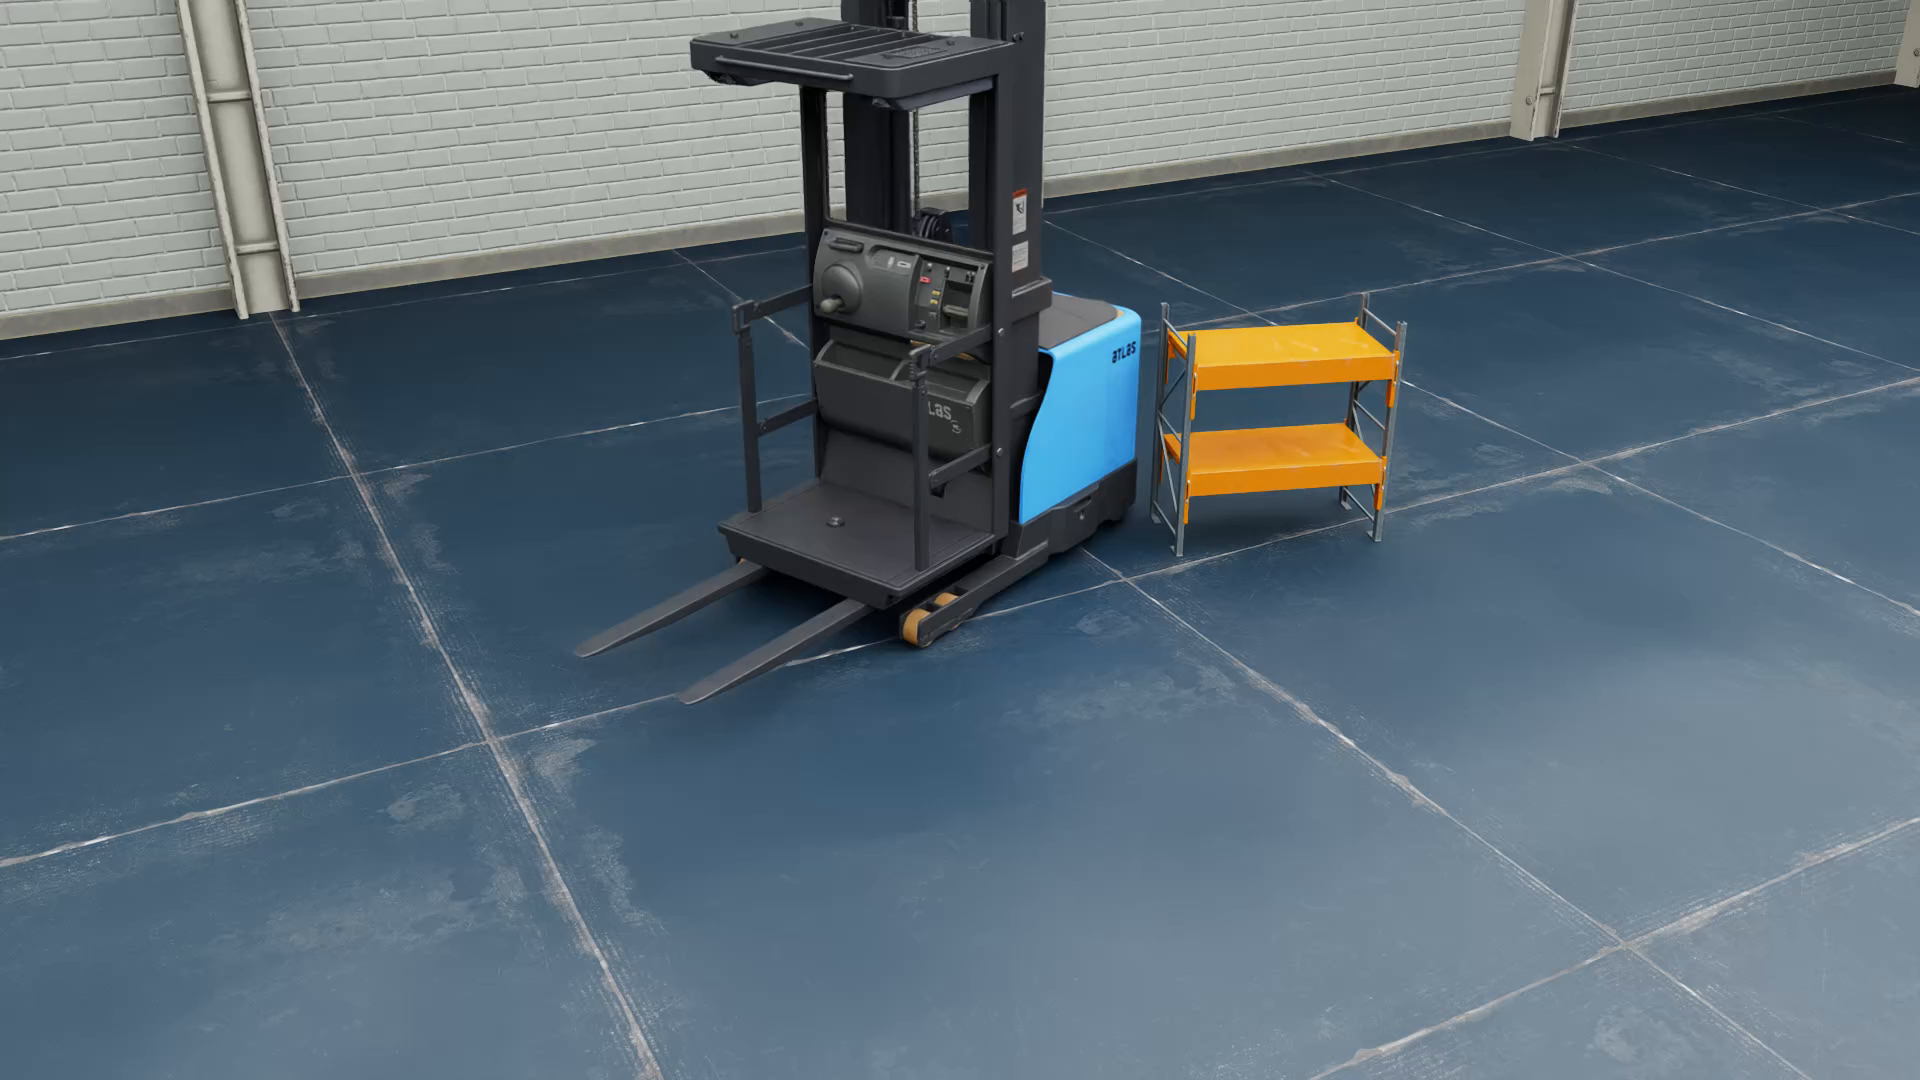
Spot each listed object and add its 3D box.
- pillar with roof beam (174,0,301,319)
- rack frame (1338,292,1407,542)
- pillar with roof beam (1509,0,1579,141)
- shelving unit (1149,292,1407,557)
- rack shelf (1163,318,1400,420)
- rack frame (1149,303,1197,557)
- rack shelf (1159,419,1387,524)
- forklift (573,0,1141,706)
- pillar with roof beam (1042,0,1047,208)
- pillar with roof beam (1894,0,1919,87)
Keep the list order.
[{"bbox_3d":[-2.811,-4.027,6.240,0.400,9.000,9.100,-13,29,-25],"label":"pillar with roof beam"},{"bbox_3d":[2.028,-0.605,8.210,0.032,1.125,0.500,-4,26,-9],"label":"rack frame"},{"bbox_3d":[7.777,-6.471,11.330,0.400,9.000,9.100,-13,29,-25],"label":"pillar with roof beam"},{"bbox_3d":[1.527,-0.569,8.135,1.048,1.125,0.538,-4,26,-9],"label":"shelving unit"},{"bbox_3d":[1.527,-0.832,8.008,1.000,0.278,0.538,-4,26,-9],"label":"rack shelf"},{"bbox_3d":[1.025,-0.532,8.059,0.032,1.125,0.500,-4,26,-9],"label":"rack frame"},{"bbox_3d":[1.527,-0.348,8.241,1.000,0.278,0.538,-4,26,-9],"label":"rack shelf"},{"bbox_3d":[-0.396,-1.092,7.139,1.130,2.935,3.031,18,31,33],"label":"forklift"},{"bbox_3d":[2.483,-5.249,8.785,0.400,9.000,9.100,-13,29,-25],"label":"pillar with roof beam"},{"bbox_3d":[13.071,-7.693,13.875,0.400,9.000,9.100,-13,29,-25],"label":"pillar with roof beam"}]
